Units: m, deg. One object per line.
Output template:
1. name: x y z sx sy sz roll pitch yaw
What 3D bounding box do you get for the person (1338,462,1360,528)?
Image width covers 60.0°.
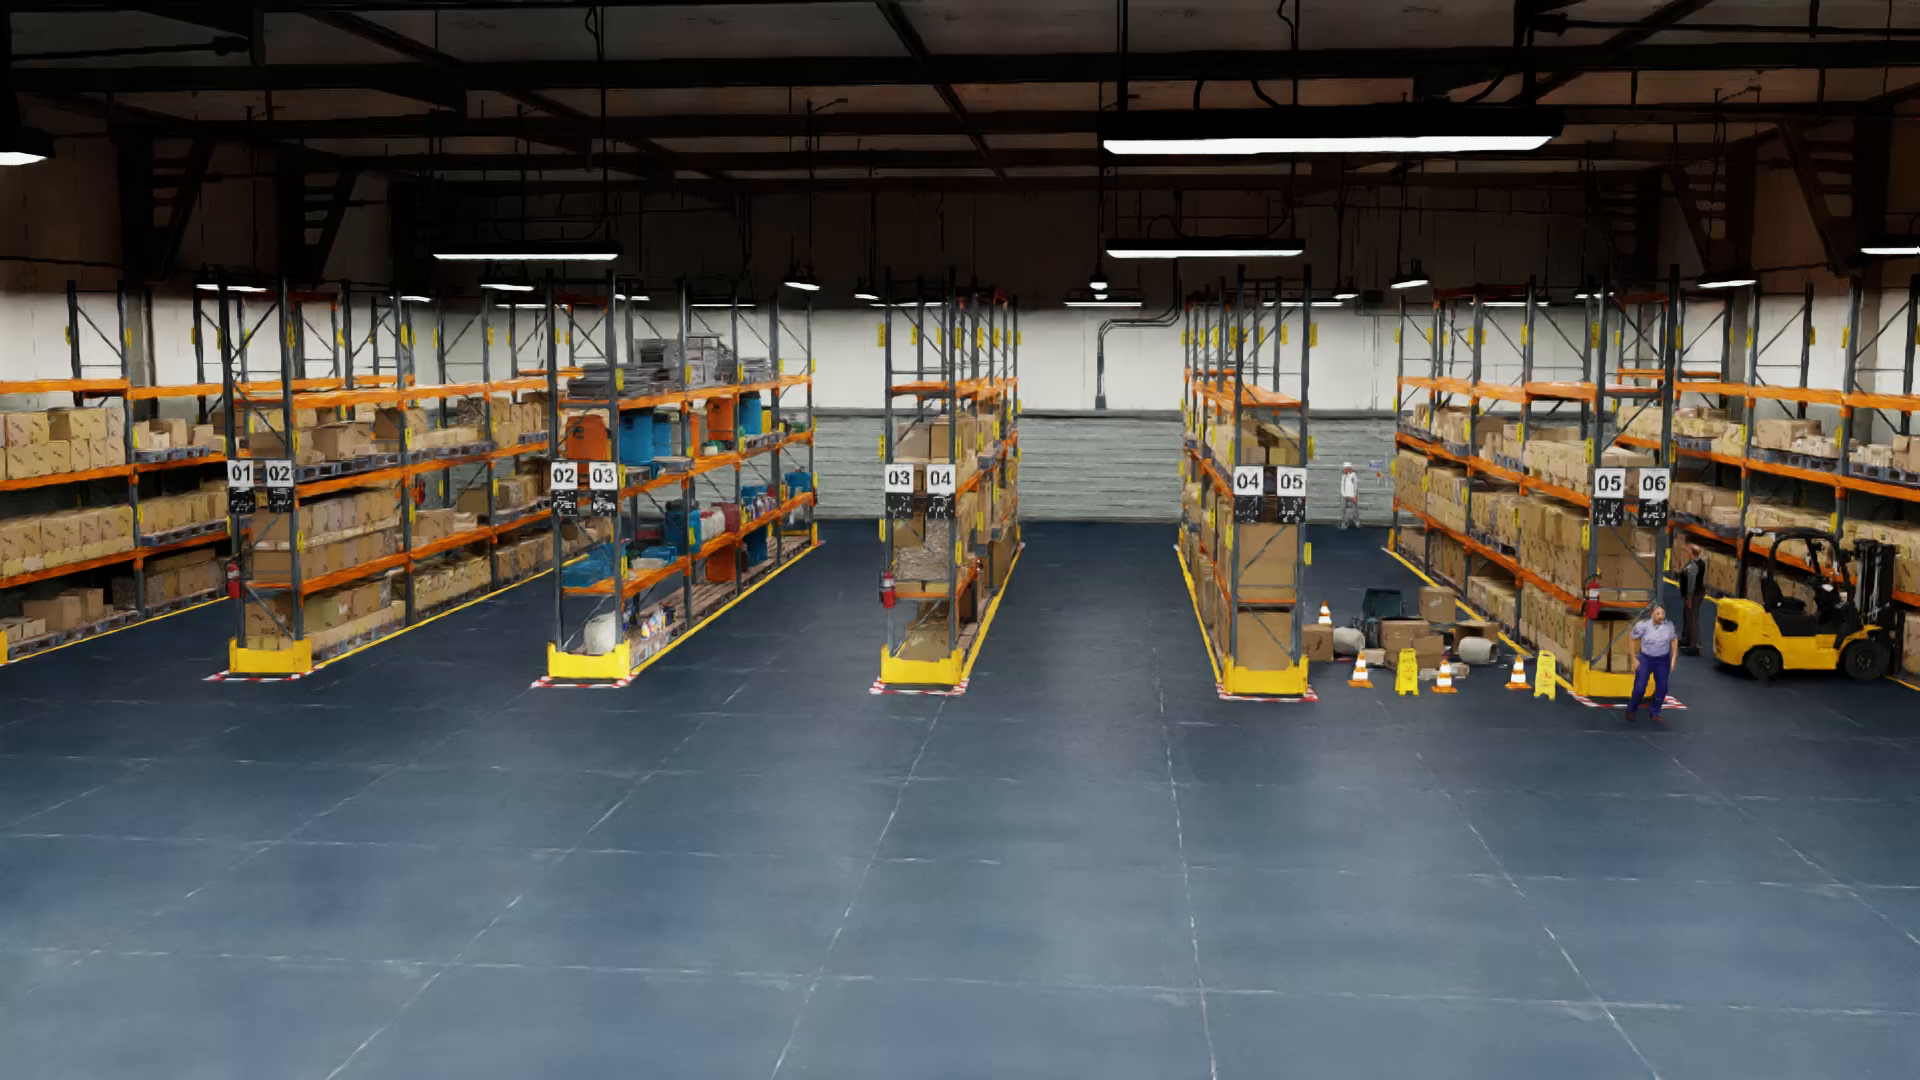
1. person: 10.276 -1.188 43.832 0.589 1.765 0.560 -5 9 -37

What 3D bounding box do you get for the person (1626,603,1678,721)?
1. person: 9.037 1.589 21.725 0.625 1.596 0.517 0 7 4

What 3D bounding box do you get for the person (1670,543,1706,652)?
1. person: 11.662 0.909 26.604 0.499 1.724 0.578 5 8 34

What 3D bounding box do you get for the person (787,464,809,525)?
1. person: -4.310 -1.235 44.607 0.437 1.623 1.000 2 7 14
